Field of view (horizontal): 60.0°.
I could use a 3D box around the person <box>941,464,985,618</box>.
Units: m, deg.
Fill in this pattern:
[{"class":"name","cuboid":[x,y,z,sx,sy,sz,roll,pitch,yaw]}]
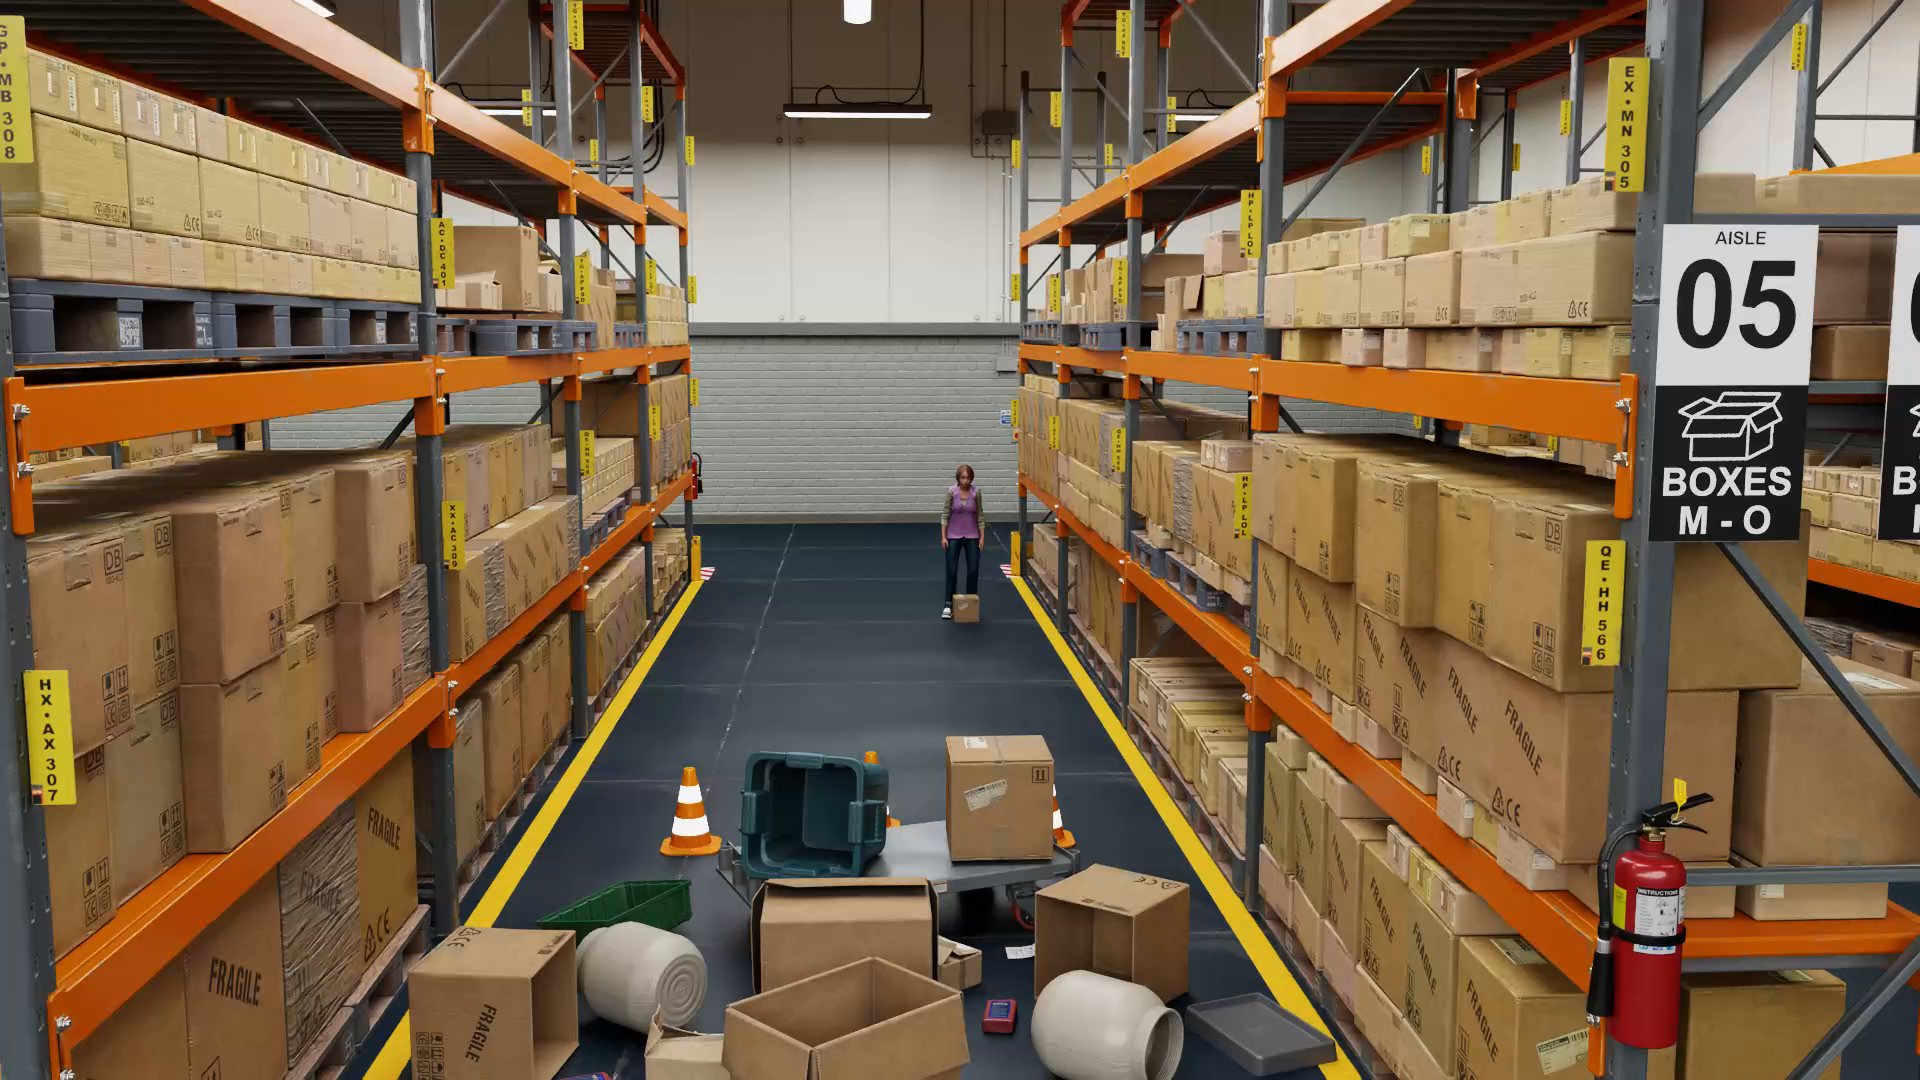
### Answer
[{"class":"person","cuboid":[0.034,0.008,17.241,0.460,1.593,0.343,0,7,-3]}]
